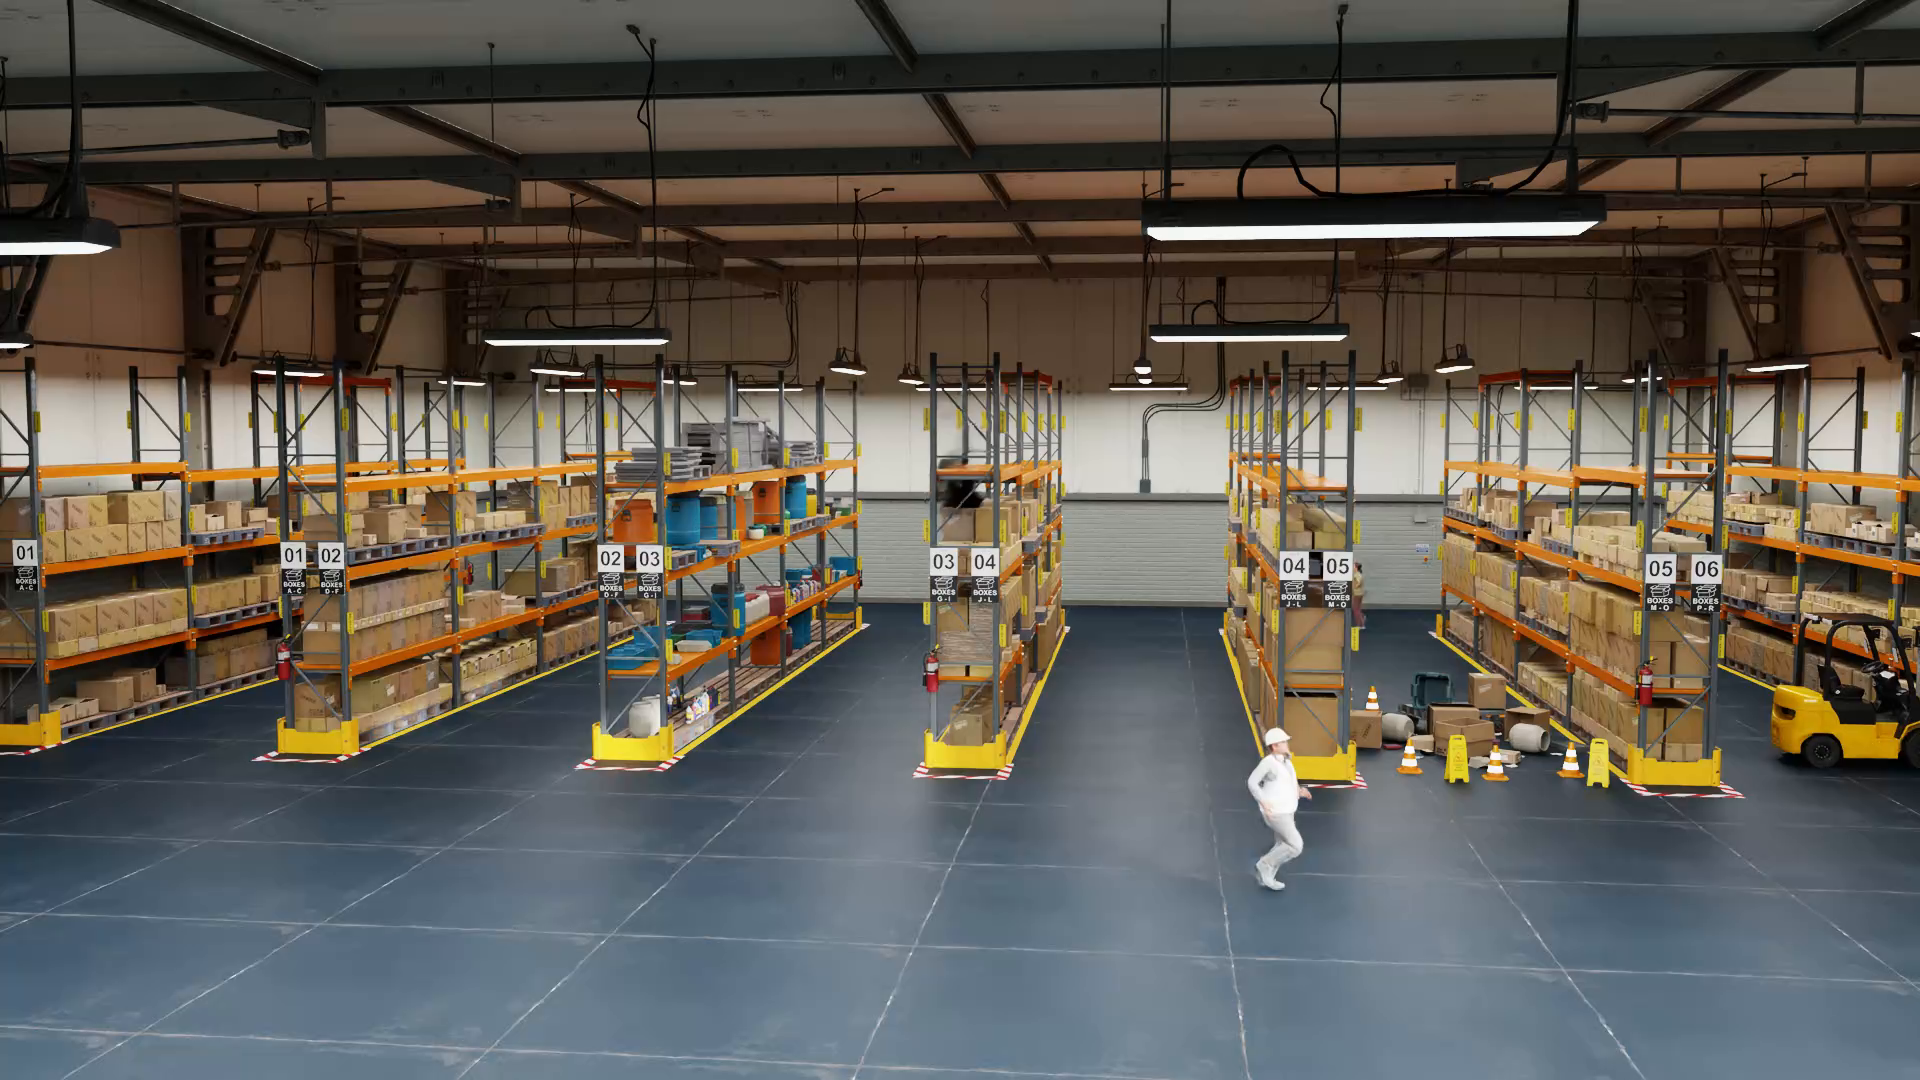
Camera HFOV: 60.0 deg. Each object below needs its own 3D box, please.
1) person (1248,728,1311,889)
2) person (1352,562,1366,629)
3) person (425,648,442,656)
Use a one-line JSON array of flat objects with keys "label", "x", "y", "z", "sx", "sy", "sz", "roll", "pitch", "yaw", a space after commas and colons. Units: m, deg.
[{"label": "person", "x": 3.435, "y": 2.875, "z": 17.704, "sx": 0.605, "sy": 1.731, "sz": 0.645, "roll": 3, "pitch": 5, "yaw": 33}, {"label": "person", "x": 9.565, "y": 1.345, "z": 40.184, "sx": 0.545, "sy": 1.636, "sz": 0.566, "roll": 1, "pitch": 4, "yaw": 8}, {"label": "person", "x": -10.391, "y": 1.840, "z": 32.985, "sx": 0.653, "sy": 1.691, "sz": 0.647, "roll": 1, "pitch": 4, "yaw": 9}]
